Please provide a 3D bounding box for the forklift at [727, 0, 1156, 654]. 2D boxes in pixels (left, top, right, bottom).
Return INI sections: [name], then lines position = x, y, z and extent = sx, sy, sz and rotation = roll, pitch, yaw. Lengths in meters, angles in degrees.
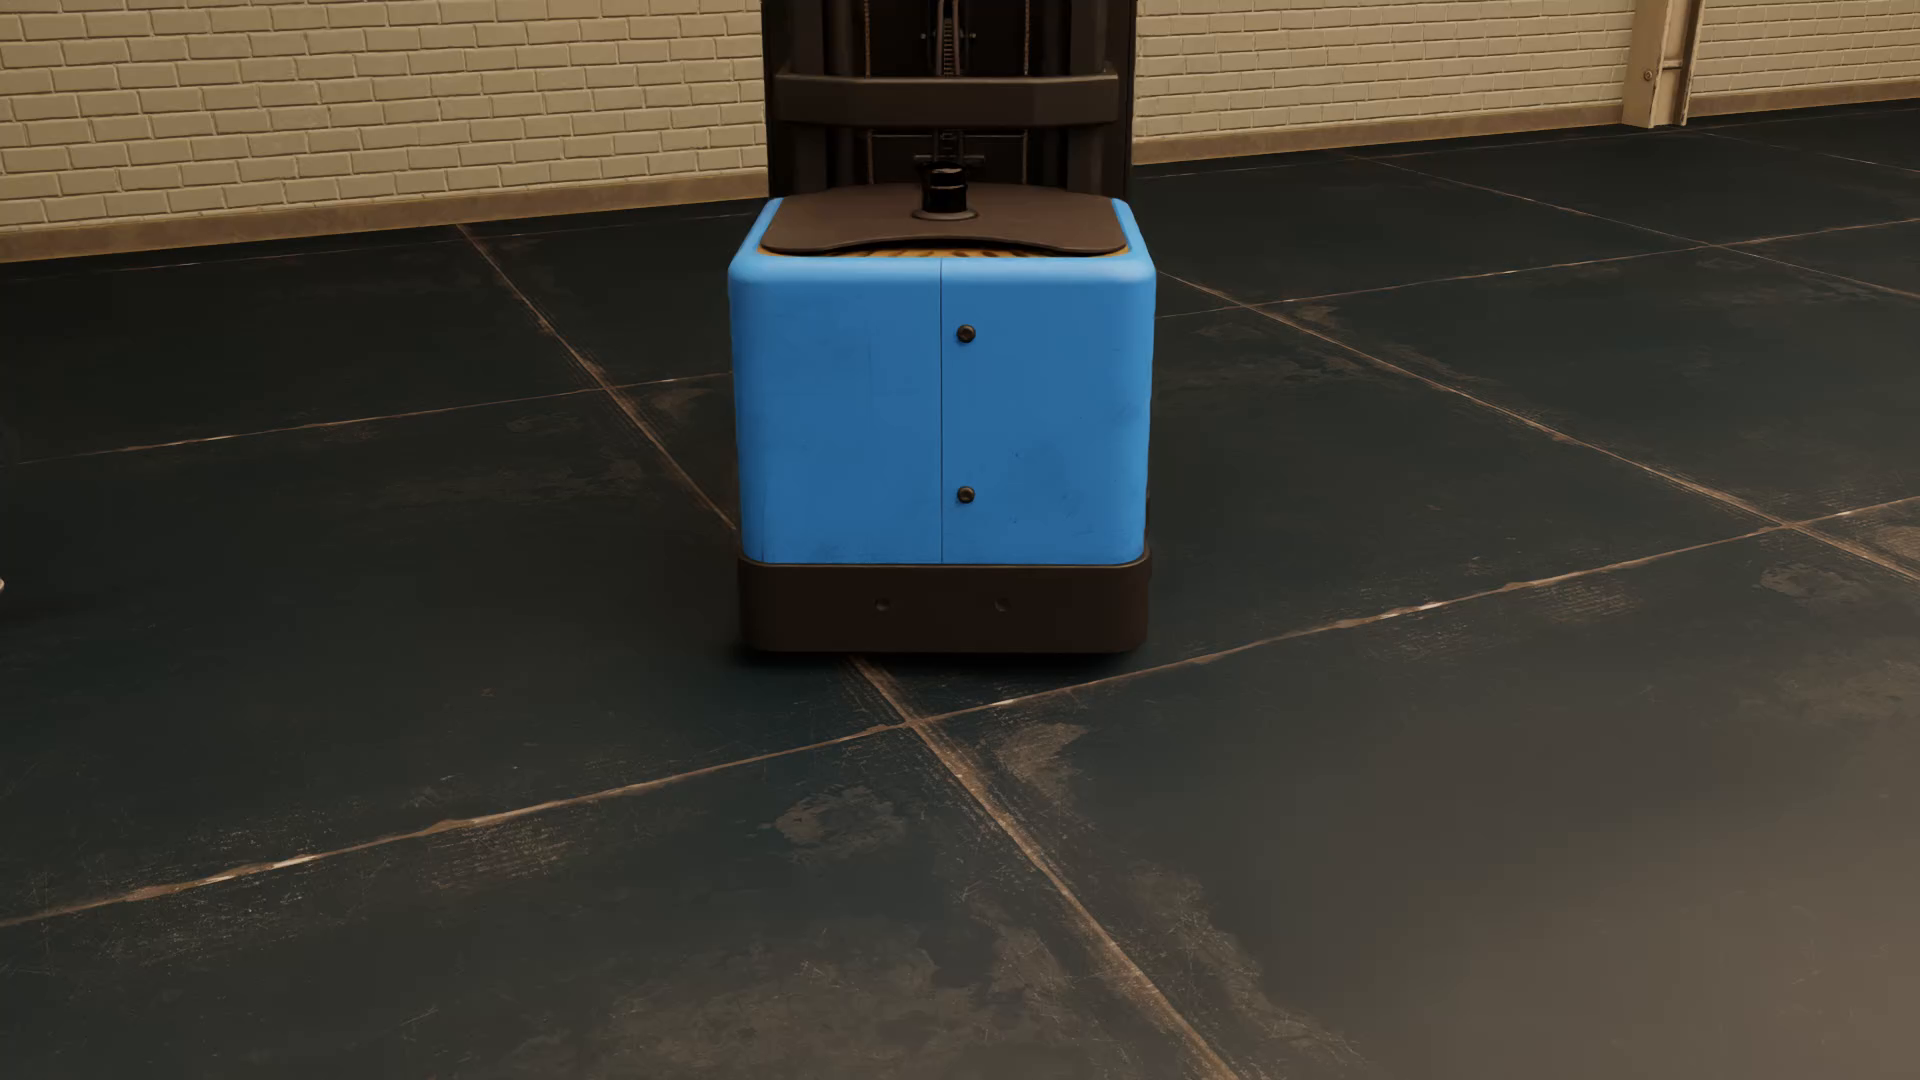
[forklift]
position = -0.030, -1.580, 5.091
extent = 1.130, 2.935, 3.031
rotation = 0, 23, 0
